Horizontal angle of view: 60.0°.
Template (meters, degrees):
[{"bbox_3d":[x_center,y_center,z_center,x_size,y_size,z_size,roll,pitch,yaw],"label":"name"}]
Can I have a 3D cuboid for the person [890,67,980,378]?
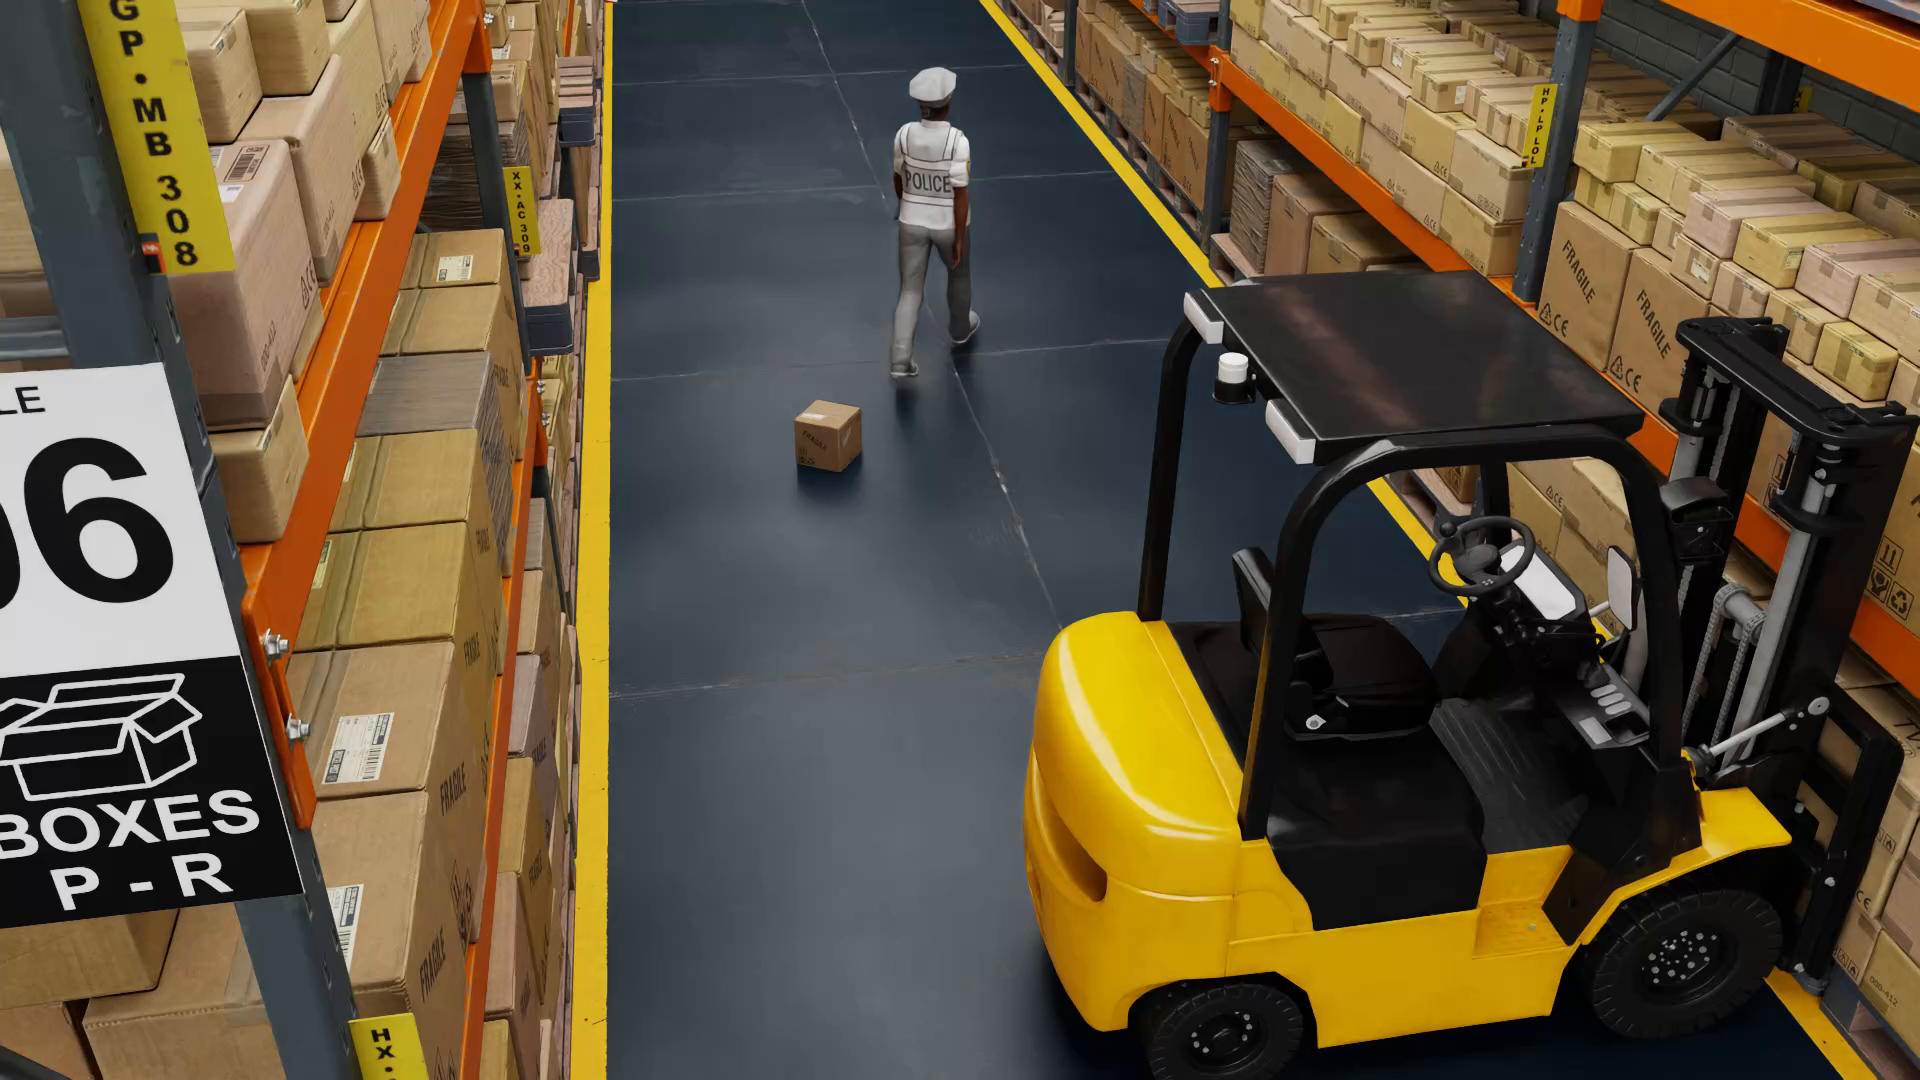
[{"bbox_3d":[-0.149,-1.721,8.978,0.455,1.640,1.023,6,31,10],"label":"person"}]
